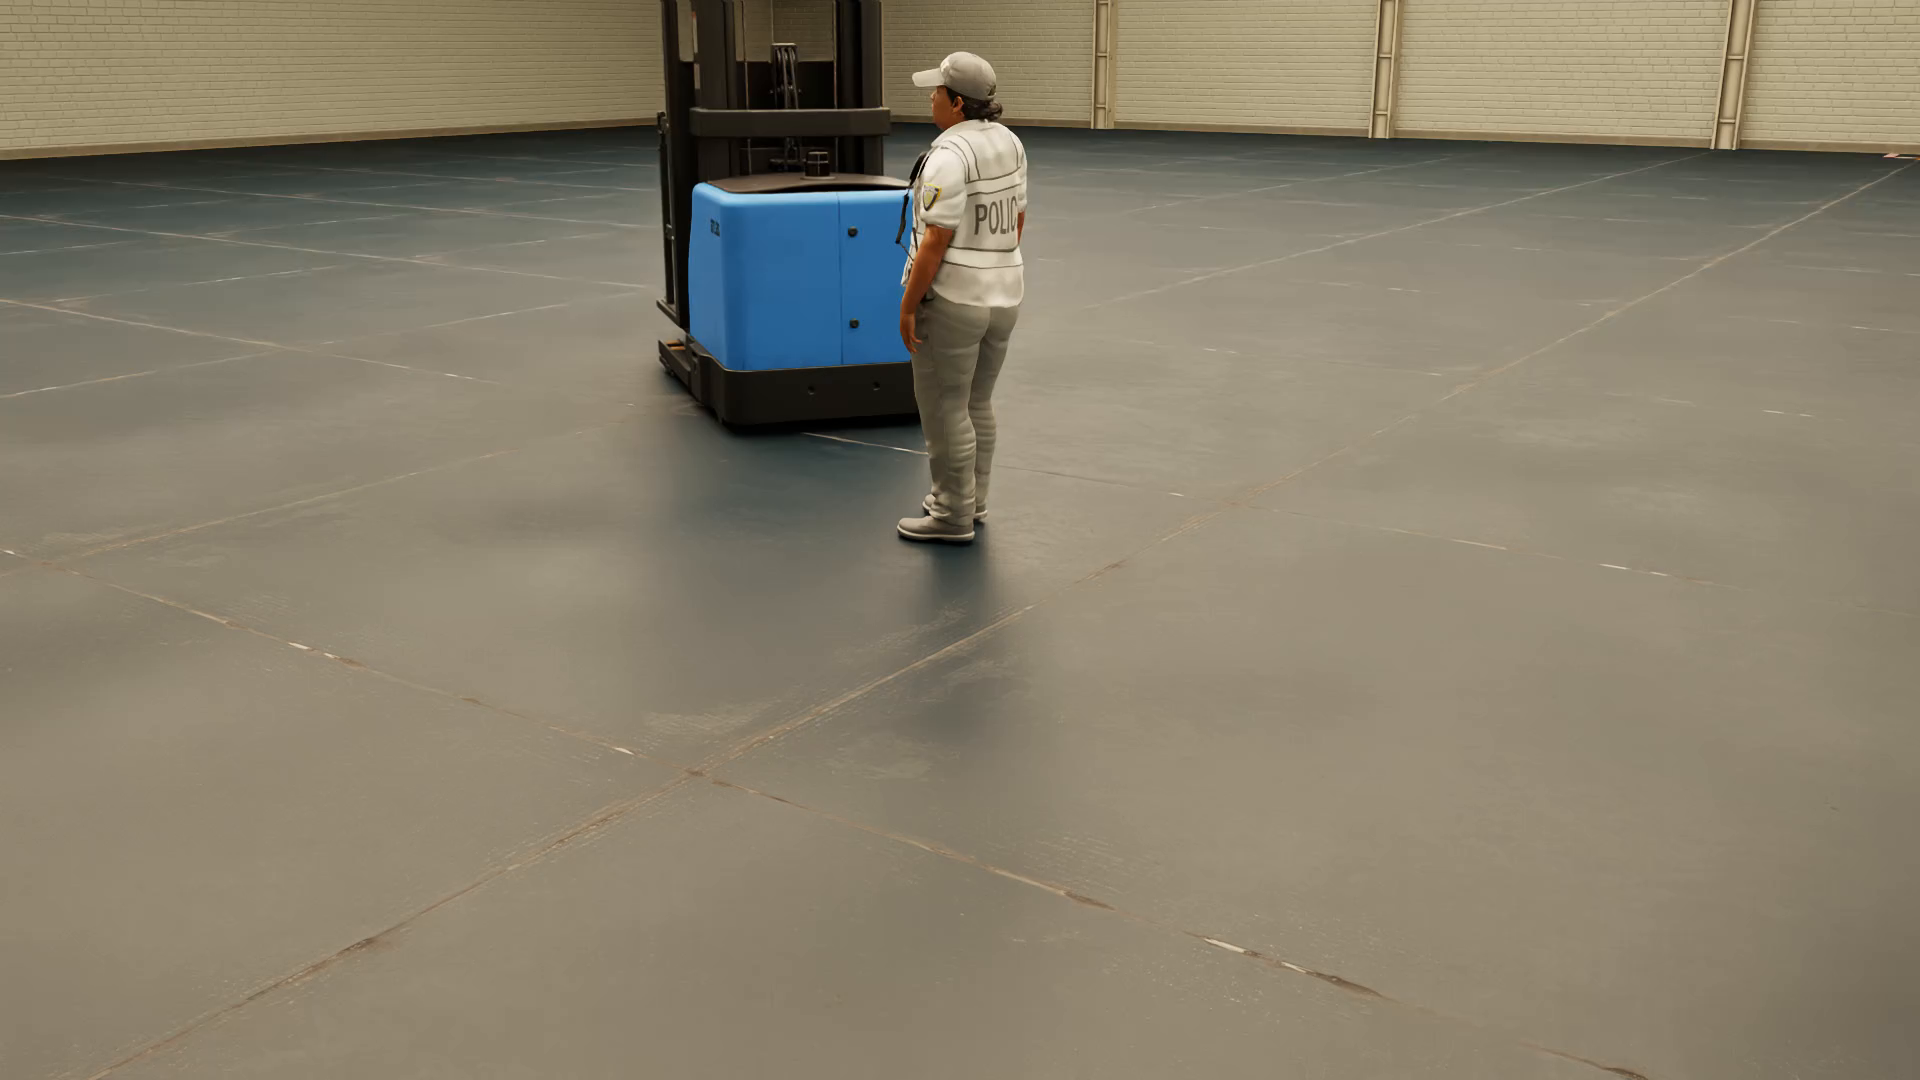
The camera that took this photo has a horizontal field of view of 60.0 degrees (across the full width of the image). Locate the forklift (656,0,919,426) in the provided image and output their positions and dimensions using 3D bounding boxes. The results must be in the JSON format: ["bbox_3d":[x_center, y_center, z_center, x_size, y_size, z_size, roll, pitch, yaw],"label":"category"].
[{"bbox_3d":[-1.002,-2.302,8.529,1.130,2.935,3.031,-5,17,-18],"label":"forklift"}]

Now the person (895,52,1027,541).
[{"bbox_3d":[-0.050,-0.824,5.767,0.529,1.670,0.599,11,20,33],"label":"person"}]
